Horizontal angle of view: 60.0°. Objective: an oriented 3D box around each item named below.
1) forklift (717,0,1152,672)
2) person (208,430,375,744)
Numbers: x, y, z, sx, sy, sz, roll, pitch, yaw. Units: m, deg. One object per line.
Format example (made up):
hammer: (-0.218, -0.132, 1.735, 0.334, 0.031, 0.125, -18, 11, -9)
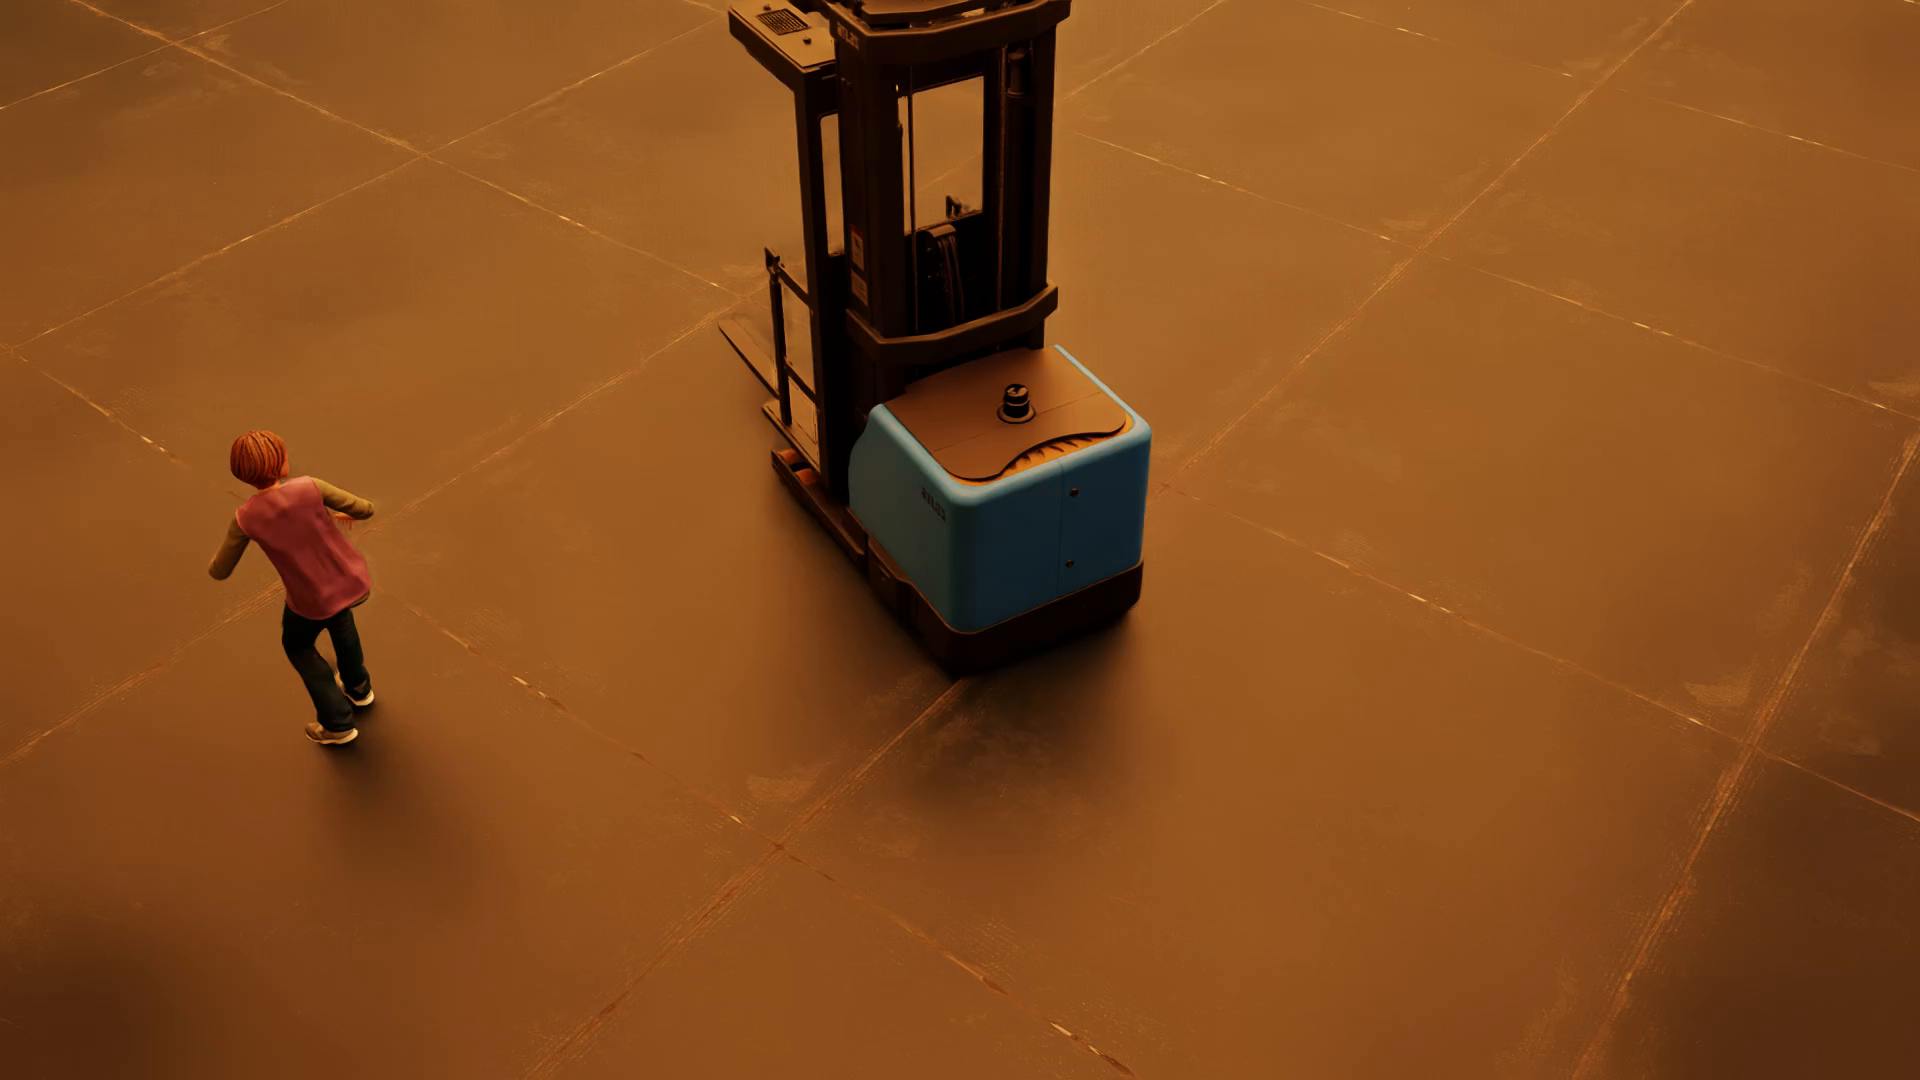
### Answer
forklift: (-0.323, -1.455, 7.781, 1.130, 2.935, 3.031, -21, 45, -23)
person: (-2.760, 0.179, 6.985, 0.600, 1.529, 0.656, 32, 50, 32)
